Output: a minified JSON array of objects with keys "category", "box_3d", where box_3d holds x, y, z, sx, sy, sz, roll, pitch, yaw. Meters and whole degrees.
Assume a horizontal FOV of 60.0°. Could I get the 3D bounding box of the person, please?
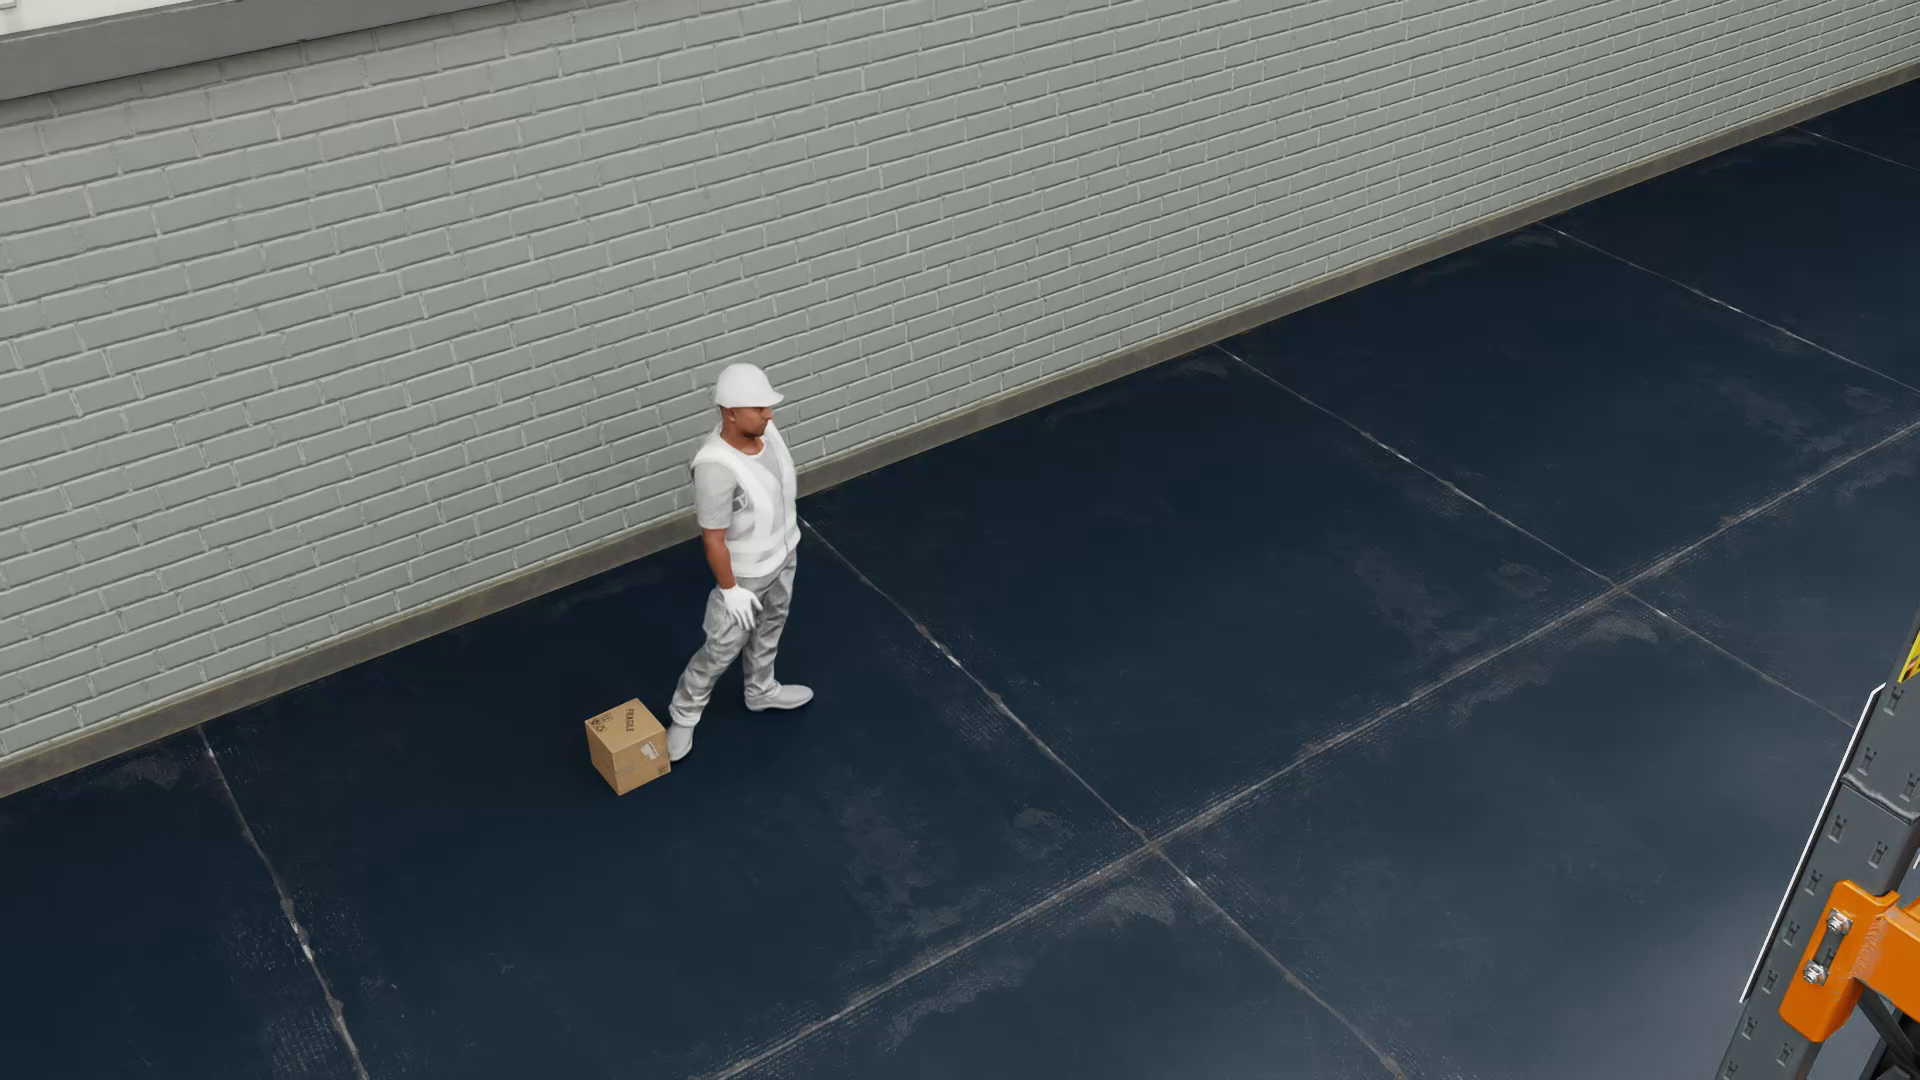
[{"category":"person","box_3d":[-0.974,0.102,6.839,0.506,1.775,0.741,14,38,19]}]
